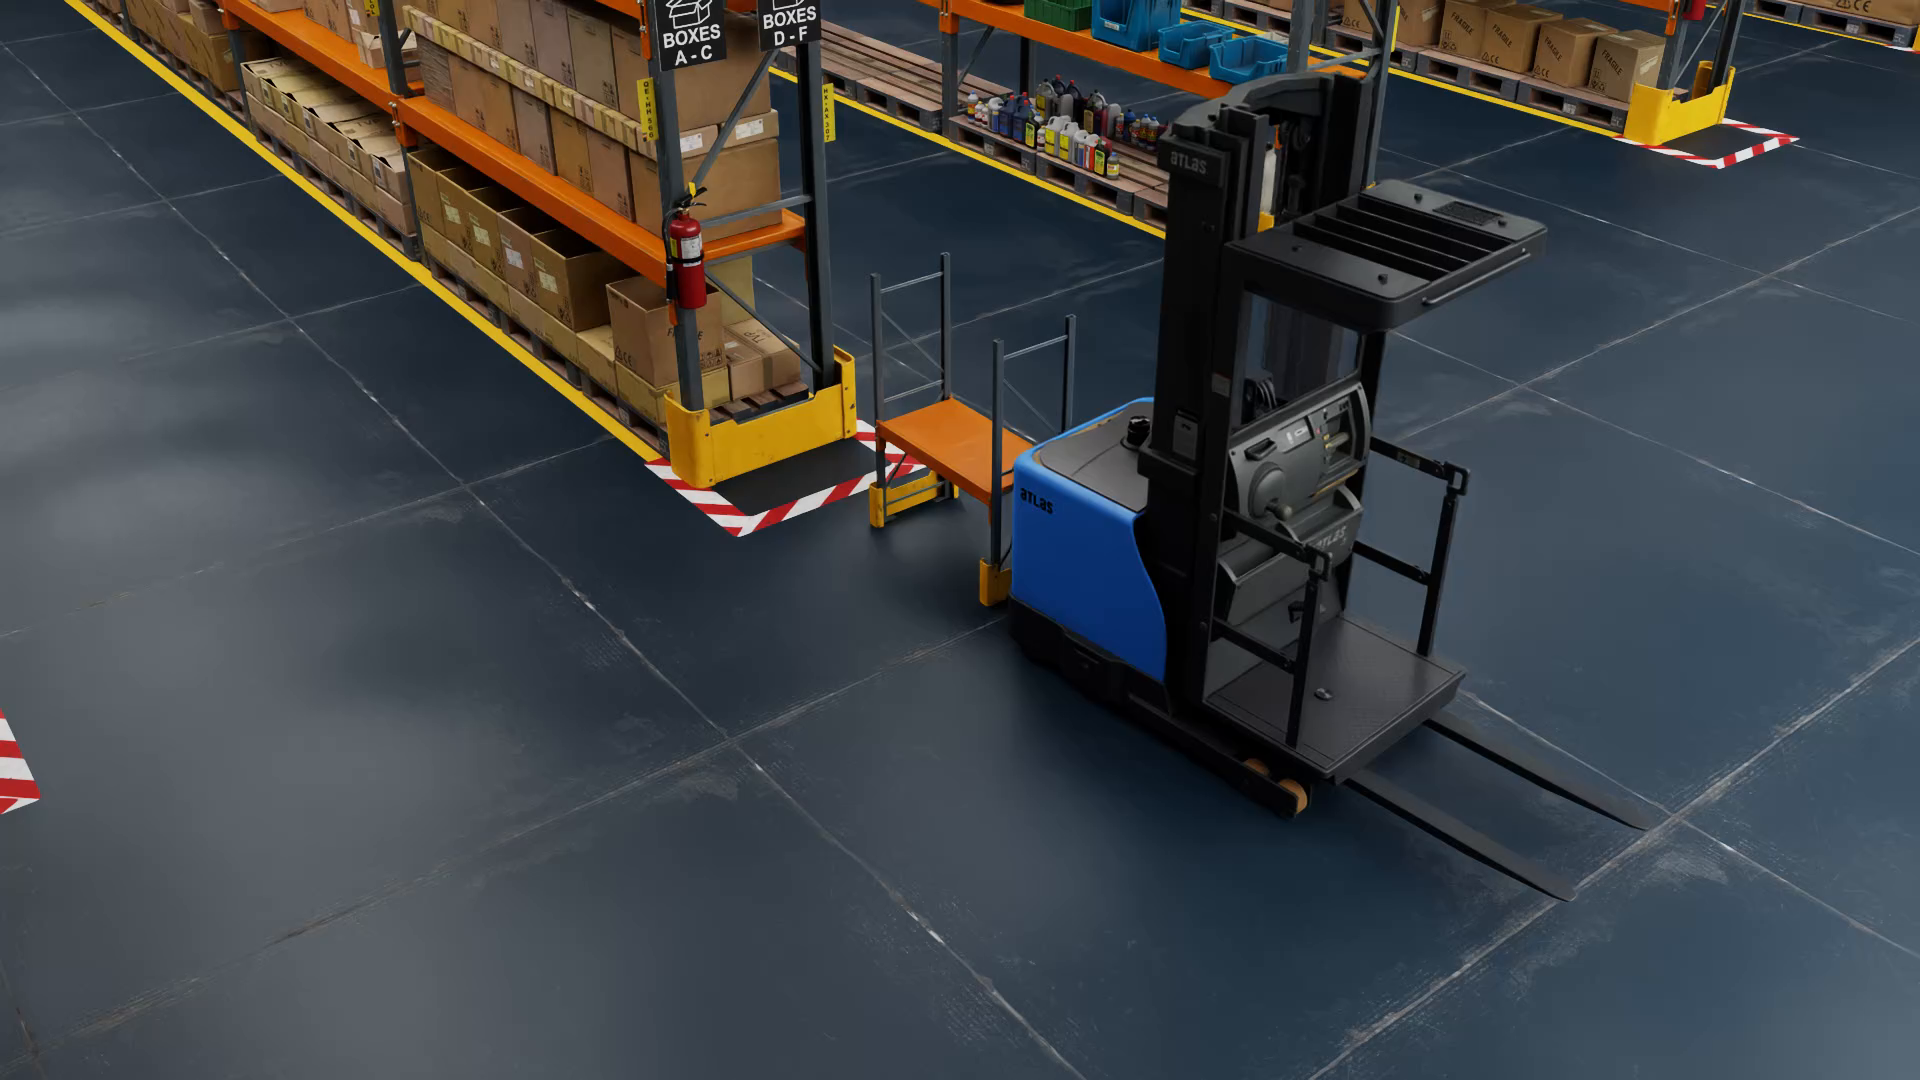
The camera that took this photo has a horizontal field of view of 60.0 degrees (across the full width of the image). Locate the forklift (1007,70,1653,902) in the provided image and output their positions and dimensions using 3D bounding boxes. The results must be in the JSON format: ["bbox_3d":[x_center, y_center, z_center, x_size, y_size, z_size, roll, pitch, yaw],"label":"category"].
[{"bbox_3d":[1.610,-0.336,7.014,1.130,2.935,3.031,-26,40,-35],"label":"forklift"}]

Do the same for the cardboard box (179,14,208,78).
[{"bbox_3d":[-7.177,-4.820,16.119,0.500,0.500,0.500,-24,39,-33],"label":"cardboard box"}]

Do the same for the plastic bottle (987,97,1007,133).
[{"bbox_3d":[0.336,-3.728,14.574,0.152,0.276,0.135,-21,37,-30],"label":"plastic bottle"}]

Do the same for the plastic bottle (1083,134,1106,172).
[{"bbox_3d":[1.115,-3.199,13.722,0.152,0.276,0.135,-22,38,-31],"label":"plastic bottle"}]

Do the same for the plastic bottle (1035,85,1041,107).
[{"bbox_3d":[0.736,-4.047,15.158,0.097,0.201,0.097,0,32,0],"label":"plastic bottle"}]

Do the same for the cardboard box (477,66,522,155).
[{"bbox_3d":[-2.738,-2.929,11.029,0.700,0.500,0.500,-22,38,-31],"label":"cardboard box"}]

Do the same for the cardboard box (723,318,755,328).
[{"bbox_3d":[-1.657,-1.344,10.779,0.500,0.250,0.500,-22,38,-31],"label":"cardboard box"}]

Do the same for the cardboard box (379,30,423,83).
[{"bbox_3d":[-3.984,-3.625,12.386,0.500,0.250,0.500,-20,37,-28],"label":"cardboard box"}]

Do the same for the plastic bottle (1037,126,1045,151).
[{"bbox_3d":[0.705,-3.422,14.152,0.097,0.201,0.097,0,32,0],"label":"plastic bottle"}]

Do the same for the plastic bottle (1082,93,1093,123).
[{"bbox_3d":[1.140,-3.822,14.719,0.061,0.283,0.133,-20,37,-28],"label":"plastic bottle"}]

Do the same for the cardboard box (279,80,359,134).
[{"bbox_3d":[-5.372,-3.671,13.994,0.500,0.311,0.500,-23,39,-33],"label":"cardboard box"}]

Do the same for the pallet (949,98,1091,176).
[{"bbox_3d":[0.646,-3.621,14.880,1.003,0.211,1.213,-22,38,-31],"label":"pallet"}]

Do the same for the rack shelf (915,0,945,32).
[{"bbox_3d":[-0.959,-5.627,16.148,1.077,0.370,4.000,-22,38,-31],"label":"rack shelf"}]

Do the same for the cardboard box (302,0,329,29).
[{"bbox_3d":[-5.059,-4.513,13.579,0.500,0.500,0.500,-25,39,-34],"label":"cardboard box"}]

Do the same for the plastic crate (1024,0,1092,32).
[{"bbox_3d":[0.877,-4.352,13.615,0.450,0.188,0.662,-22,38,-31],"label":"plastic crate"}]

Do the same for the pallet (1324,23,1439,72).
[{"bbox_3d":[4.620,-5.248,17.500,1.003,0.211,1.213,-22,38,-31],"label":"pallet"}]

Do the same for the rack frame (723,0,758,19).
[{"bbox_3d":[-2.186,-6.766,17.301,1.000,3.000,0.127,-22,38,-31],"label":"rack frame"}]

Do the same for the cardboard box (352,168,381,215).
[{"bbox_3d":[-4.440,-2.799,13.121,0.500,0.250,0.500,-23,39,-32],"label":"cardboard box"}]

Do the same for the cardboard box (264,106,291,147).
[{"bbox_3d":[-5.702,-3.653,14.496,0.500,0.250,0.500,-23,39,-33],"label":"cardboard box"}]

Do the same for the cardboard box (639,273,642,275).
[{"bbox_3d":[-1.973,-1.867,10.911,0.500,0.500,0.500,-22,38,-31],"label":"cardboard box"}]

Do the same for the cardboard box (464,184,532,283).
[{"bbox_3d":[-2.997,-2.115,11.310,0.500,0.500,0.500,-22,38,-31],"label":"cardboard box"}]

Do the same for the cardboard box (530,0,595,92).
[{"bbox_3d":[-2.140,-3.072,10.029,0.700,0.500,0.500,-22,38,-31],"label":"cardboard box"}]

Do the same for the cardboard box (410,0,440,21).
[{"bbox_3d":[-3.371,-3.909,11.376,0.700,0.500,0.500,-22,38,-31],"label":"cardboard box"}]

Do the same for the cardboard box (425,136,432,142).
[{"bbox_3d":[-4.007,-3.210,13.251,0.500,0.311,0.500,-23,38,-32],"label":"cardboard box"}]

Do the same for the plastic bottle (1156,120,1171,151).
[{"bbox_3d":[1.730,-3.422,14.073,0.061,0.283,0.133,-22,38,-31],"label":"plastic bottle"}]

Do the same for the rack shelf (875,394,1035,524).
[{"bbox_3d":[0.052,-0.449,8.892,0.538,0.185,1.000,-22,38,-31],"label":"rack shelf"}]

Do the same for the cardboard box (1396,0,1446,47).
[{"bbox_3d":[4.751,-5.402,17.076,0.500,0.500,0.500,-11,33,-16],"label":"cardboard box"}]

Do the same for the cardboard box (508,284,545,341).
[{"bbox_3d":[-2.686,-1.590,11.176,0.500,0.250,0.500,-22,38,-31],"label":"cardboard box"}]

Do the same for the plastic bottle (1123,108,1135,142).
[{"bbox_3d":[1.459,-3.585,14.348,0.097,0.271,0.097,0,32,0],"label":"plastic bottle"}]

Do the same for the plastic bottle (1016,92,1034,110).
[{"bbox_3d":[0.548,-3.736,14.517,0.144,0.351,0.185,-22,38,-31],"label":"plastic bottle"}]

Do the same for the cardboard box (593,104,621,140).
[{"bbox_3d":[-1.898,-2.462,9.661,0.380,0.149,0.250,-23,38,-32],"label":"cardboard box"}]

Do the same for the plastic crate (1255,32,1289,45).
[{"bbox_3d":[2.426,-3.797,12.770,0.298,0.136,0.250,-22,38,-31],"label":"plastic crate"}]

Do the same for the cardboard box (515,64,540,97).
[{"bbox_3d":[-2.533,-2.892,10.354,0.380,0.149,0.250,-23,38,-32],"label":"cardboard box"}]

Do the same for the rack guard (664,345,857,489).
[{"bbox_3d":[-1.180,-0.759,9.998,1.175,0.500,0.348,-22,38,-31],"label":"rack guard"}]

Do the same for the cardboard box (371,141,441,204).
[{"bbox_3d":[-4.123,-2.822,12.628,0.500,0.311,0.500,-22,38,-31],"label":"cardboard box"}]

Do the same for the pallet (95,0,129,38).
[{"bbox_3d":[-8.974,-5.934,18.604,1.003,0.211,1.213,-22,38,-31],"label":"pallet"}]

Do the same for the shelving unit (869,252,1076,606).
[{"bbox_3d":[0.047,-0.605,8.803,0.587,1.500,1.083,-22,38,-31],"label":"shelving unit"}]

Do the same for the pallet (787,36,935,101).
[{"bbox_3d":[-0.997,-4.738,16.678,1.003,0.211,1.213,-22,38,-31],"label":"pallet"}]

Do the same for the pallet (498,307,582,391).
[{"bbox_3d":[-2.441,-1.460,11.400,1.003,0.211,1.213,-22,38,-31],"label":"pallet"}]

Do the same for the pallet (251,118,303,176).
[{"bbox_3d":[-5.627,-3.625,14.886,1.003,0.211,1.213,-22,38,-31],"label":"pallet"}]

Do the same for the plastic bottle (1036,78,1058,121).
[{"bbox_3d":[0.776,-3.939,14.842,0.144,0.351,0.185,-22,38,-31],"label":"plastic bottle"}]

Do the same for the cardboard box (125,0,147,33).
[{"bbox_3d":[-8.449,-5.677,17.499,0.500,0.500,0.500,-24,39,-33],"label":"cardboard box"}]

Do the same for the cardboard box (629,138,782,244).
[{"bbox_3d":[-1.471,-2.072,9.648,0.700,0.500,0.500,-22,38,-31],"label":"cardboard box"}]

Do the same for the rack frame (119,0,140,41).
[{"bbox_3d":[-8.553,-6.832,17.407,1.000,3.000,0.127,-22,38,-31],"label":"rack frame"}]

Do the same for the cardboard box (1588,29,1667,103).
[{"bbox_3d":[6.263,-4.416,15.489,0.500,0.500,0.500,-15,35,-23],"label":"cardboard box"}]

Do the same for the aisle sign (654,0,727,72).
[{"bbox_3d":[-1.387,-2.813,8.472,0.394,0.787,0.004,-22,38,-31],"label":"aisle sign"}]

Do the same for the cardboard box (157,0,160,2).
[{"bbox_3d":[-7.836,-5.578,16.630,0.500,0.250,0.500,-22,38,-31],"label":"cardboard box"}]

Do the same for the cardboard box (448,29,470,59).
[{"bbox_3d":[-3.160,-3.321,11.044,0.380,0.149,0.250,-23,38,-32],"label":"cardboard box"}]

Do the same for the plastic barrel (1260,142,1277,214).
[{"bbox_3d":[2.256,-2.803,12.880,0.421,0.512,0.421,0,32,0],"label":"plastic barrel"}]

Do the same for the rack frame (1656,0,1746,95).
[{"bbox_3d":[6.633,-5.034,14.513,1.000,3.000,0.127,-22,38,-31],"label":"rack frame"}]

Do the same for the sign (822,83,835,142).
[{"bbox_3d":[-0.753,-2.409,9.391,0.100,0.325,0.005,-22,38,-31],"label":"sign"}]
